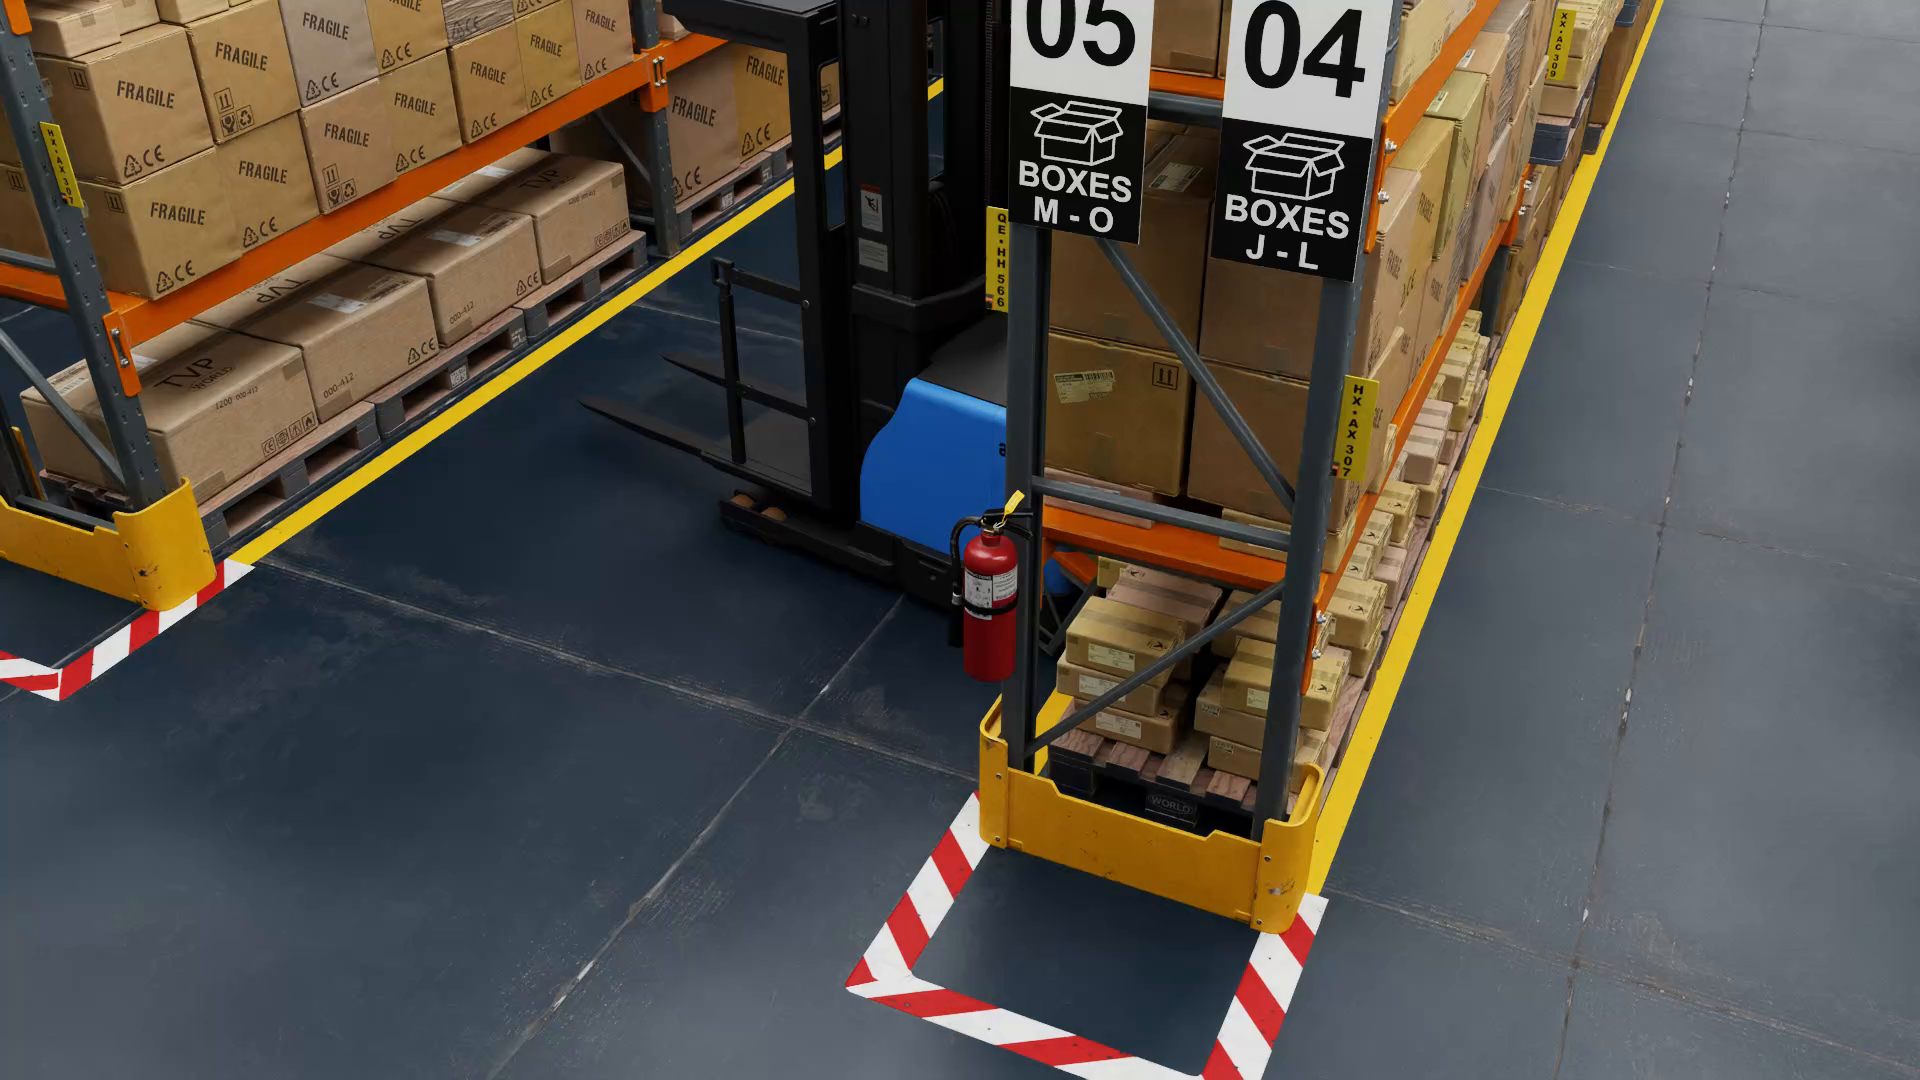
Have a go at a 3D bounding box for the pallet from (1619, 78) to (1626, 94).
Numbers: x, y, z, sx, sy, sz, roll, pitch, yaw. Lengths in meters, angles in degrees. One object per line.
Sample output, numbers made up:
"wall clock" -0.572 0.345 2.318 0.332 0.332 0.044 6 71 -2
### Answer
"pallet" 4.877 -3.873 13.465 1.003 0.211 1.213 14 36 20

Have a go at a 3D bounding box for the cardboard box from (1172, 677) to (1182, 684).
"cardboard box" 0.666 0.481 6.498 0.380 0.149 0.250 15 36 22

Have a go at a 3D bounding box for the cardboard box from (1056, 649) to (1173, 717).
"cardboard box" 0.581 0.489 6.214 0.380 0.149 0.250 13 36 19

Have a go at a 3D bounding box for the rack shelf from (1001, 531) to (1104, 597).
"rack shelf" 0.578 -0.115 7.135 0.538 0.278 1.000 38 44 9

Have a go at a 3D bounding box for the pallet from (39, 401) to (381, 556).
"pallet" -3.655 -0.410 8.182 1.003 0.211 1.213 14 36 20

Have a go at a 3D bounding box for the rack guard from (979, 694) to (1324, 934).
"rack guard" 0.652 0.933 5.871 1.175 0.500 0.348 14 36 20

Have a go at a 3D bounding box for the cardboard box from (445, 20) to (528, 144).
"cardboard box" -2.614 -2.393 8.572 0.500 0.500 0.500 14 36 20

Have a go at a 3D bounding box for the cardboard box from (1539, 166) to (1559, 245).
"cardboard box" 3.270 -2.032 10.010 0.500 0.500 0.500 15 36 21

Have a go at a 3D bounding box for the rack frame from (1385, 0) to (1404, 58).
"rack frame" 0.620 -2.583 3.483 1.000 3.000 0.127 14 36 20

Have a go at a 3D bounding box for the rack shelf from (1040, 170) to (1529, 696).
"rack shelf" 1.456 -0.770 6.844 1.077 0.370 4.000 14 36 20

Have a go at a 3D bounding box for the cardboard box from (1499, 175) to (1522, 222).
"cardboard box" 2.378 -1.612 7.702 0.380 0.149 0.250 13 36 19

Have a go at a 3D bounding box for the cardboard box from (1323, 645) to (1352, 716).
"cardboard box" 1.238 0.492 6.209 0.380 0.149 0.250 14 36 20

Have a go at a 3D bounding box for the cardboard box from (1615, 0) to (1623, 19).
"cardboard box" 3.636 -3.141 9.650 0.380 0.149 0.250 15 36 22

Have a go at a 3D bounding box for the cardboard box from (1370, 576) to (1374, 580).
"cardboard box" 1.489 0.229 6.882 0.380 0.149 0.250 14 36 21

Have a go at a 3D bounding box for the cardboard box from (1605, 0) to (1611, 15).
"cardboard box" 3.203 -2.868 8.691 0.380 0.149 0.250 14 36 20

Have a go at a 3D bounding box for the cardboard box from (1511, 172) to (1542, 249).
"cardboard box" 2.842 -1.818 9.000 0.500 0.250 0.500 13 35 18

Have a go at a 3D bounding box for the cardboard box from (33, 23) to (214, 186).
"cardboard box" -3.459 -1.793 6.746 0.500 0.500 0.500 13 36 19

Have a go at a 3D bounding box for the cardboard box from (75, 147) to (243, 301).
"cardboard box" -3.457 -1.375 7.020 0.500 0.500 0.500 14 36 20

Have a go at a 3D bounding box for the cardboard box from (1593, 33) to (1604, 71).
"cardboard box" 3.201 -2.616 8.850 0.380 0.149 0.250 15 36 21

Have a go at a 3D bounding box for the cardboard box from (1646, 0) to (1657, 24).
"cardboard box" 5.462 -4.956 14.241 1.050 0.750 0.750 14 36 20

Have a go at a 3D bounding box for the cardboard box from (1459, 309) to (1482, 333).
"cardboard box" 2.381 -1.062 8.308 0.380 0.149 0.250 15 36 22

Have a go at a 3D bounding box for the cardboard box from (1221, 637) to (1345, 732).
"cardboard box" 1.148 0.510 5.910 0.380 0.149 0.250 13 35 18

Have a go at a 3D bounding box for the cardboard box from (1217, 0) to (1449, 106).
"cardboard box" 1.040 -1.431 4.598 0.500 0.250 0.500 15 36 22

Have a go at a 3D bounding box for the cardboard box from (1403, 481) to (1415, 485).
"cardboard box" 1.839 -0.307 7.428 0.380 0.149 0.250 12 35 18

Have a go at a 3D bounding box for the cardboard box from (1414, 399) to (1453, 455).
"cardboard box" 2.003 -0.532 7.501 0.380 0.149 0.250 12 35 18

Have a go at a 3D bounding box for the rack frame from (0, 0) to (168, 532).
"rack frame" -3.919 -1.160 6.783 1.000 3.000 0.127 14 36 20

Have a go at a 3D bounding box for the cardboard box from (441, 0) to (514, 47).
"cardboard box" -2.616 -2.807 8.292 0.500 0.500 0.500 15 36 21

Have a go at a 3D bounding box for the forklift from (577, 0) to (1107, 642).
"forklift" -0.513 -1.424 7.248 3.031 2.935 1.130 21 39 29

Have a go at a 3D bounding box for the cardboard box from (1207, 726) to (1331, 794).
"cardboard box" 1.130 0.755 6.080 0.380 0.149 0.250 15 36 21

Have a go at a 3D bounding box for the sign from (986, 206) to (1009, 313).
"sign" 0.124 -0.828 4.933 0.100 0.325 0.005 14 36 20

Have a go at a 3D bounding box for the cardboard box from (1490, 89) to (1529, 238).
"cardboard box" 2.129 -1.669 7.197 0.500 0.500 0.500 13 35 19

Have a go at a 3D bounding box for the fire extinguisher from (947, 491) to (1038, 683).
"fire extinguisher" 0.095 0.133 5.222 0.296 0.674 0.183 14 36 20

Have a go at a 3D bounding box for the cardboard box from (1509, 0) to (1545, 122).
"cardboard box" 2.131 -2.096 6.937 0.500 0.500 0.500 13 35 19

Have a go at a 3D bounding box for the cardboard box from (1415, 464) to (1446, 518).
"cardboard box" 2.006 -0.261 7.629 0.380 0.149 0.250 14 36 20

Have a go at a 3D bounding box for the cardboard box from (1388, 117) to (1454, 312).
"cardboard box" 1.254 -1.074 5.378 0.500 0.500 0.500 15 36 22

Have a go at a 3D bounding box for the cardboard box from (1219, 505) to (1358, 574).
"cardboard box" 1.053 -0.055 5.328 0.380 0.149 0.250 14 36 20

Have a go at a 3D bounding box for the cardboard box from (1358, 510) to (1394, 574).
"cardboard box" 1.529 -0.029 6.733 0.380 0.149 0.250 16 36 22

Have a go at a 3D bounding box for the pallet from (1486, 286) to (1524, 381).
"pallet" 2.618 -1.289 9.523 1.003 0.211 1.213 14 36 20

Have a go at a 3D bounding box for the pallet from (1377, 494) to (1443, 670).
"pallet" 1.535 0.052 7.478 1.003 0.211 1.213 14 36 20

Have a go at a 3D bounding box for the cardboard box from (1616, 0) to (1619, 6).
"cardboard box" 3.528 -3.132 9.365 0.380 0.149 0.250 13 36 20

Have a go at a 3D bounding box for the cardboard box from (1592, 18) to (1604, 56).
"cardboard box" 3.090 -2.610 8.570 0.380 0.149 0.250 15 36 22

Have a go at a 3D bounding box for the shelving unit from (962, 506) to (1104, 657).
"shelving unit" 0.666 -0.269 6.967 0.538 1.125 1.048 38 44 9

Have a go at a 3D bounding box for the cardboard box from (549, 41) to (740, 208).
"cardboard box" -2.058 -2.766 10.788 0.875 0.875 0.875 15 36 22

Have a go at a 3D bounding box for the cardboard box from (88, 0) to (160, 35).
"cardboard box" -3.474 -2.151 6.700 0.380 0.149 0.250 15 36 22

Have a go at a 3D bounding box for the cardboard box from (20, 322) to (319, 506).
"cardboard box" -3.733 -0.615 7.907 0.875 0.438 0.875 13 35 19

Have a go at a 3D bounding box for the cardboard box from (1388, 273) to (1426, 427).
"cardboard box" 1.259 -0.673 5.679 0.500 0.500 0.500 14 36 21
